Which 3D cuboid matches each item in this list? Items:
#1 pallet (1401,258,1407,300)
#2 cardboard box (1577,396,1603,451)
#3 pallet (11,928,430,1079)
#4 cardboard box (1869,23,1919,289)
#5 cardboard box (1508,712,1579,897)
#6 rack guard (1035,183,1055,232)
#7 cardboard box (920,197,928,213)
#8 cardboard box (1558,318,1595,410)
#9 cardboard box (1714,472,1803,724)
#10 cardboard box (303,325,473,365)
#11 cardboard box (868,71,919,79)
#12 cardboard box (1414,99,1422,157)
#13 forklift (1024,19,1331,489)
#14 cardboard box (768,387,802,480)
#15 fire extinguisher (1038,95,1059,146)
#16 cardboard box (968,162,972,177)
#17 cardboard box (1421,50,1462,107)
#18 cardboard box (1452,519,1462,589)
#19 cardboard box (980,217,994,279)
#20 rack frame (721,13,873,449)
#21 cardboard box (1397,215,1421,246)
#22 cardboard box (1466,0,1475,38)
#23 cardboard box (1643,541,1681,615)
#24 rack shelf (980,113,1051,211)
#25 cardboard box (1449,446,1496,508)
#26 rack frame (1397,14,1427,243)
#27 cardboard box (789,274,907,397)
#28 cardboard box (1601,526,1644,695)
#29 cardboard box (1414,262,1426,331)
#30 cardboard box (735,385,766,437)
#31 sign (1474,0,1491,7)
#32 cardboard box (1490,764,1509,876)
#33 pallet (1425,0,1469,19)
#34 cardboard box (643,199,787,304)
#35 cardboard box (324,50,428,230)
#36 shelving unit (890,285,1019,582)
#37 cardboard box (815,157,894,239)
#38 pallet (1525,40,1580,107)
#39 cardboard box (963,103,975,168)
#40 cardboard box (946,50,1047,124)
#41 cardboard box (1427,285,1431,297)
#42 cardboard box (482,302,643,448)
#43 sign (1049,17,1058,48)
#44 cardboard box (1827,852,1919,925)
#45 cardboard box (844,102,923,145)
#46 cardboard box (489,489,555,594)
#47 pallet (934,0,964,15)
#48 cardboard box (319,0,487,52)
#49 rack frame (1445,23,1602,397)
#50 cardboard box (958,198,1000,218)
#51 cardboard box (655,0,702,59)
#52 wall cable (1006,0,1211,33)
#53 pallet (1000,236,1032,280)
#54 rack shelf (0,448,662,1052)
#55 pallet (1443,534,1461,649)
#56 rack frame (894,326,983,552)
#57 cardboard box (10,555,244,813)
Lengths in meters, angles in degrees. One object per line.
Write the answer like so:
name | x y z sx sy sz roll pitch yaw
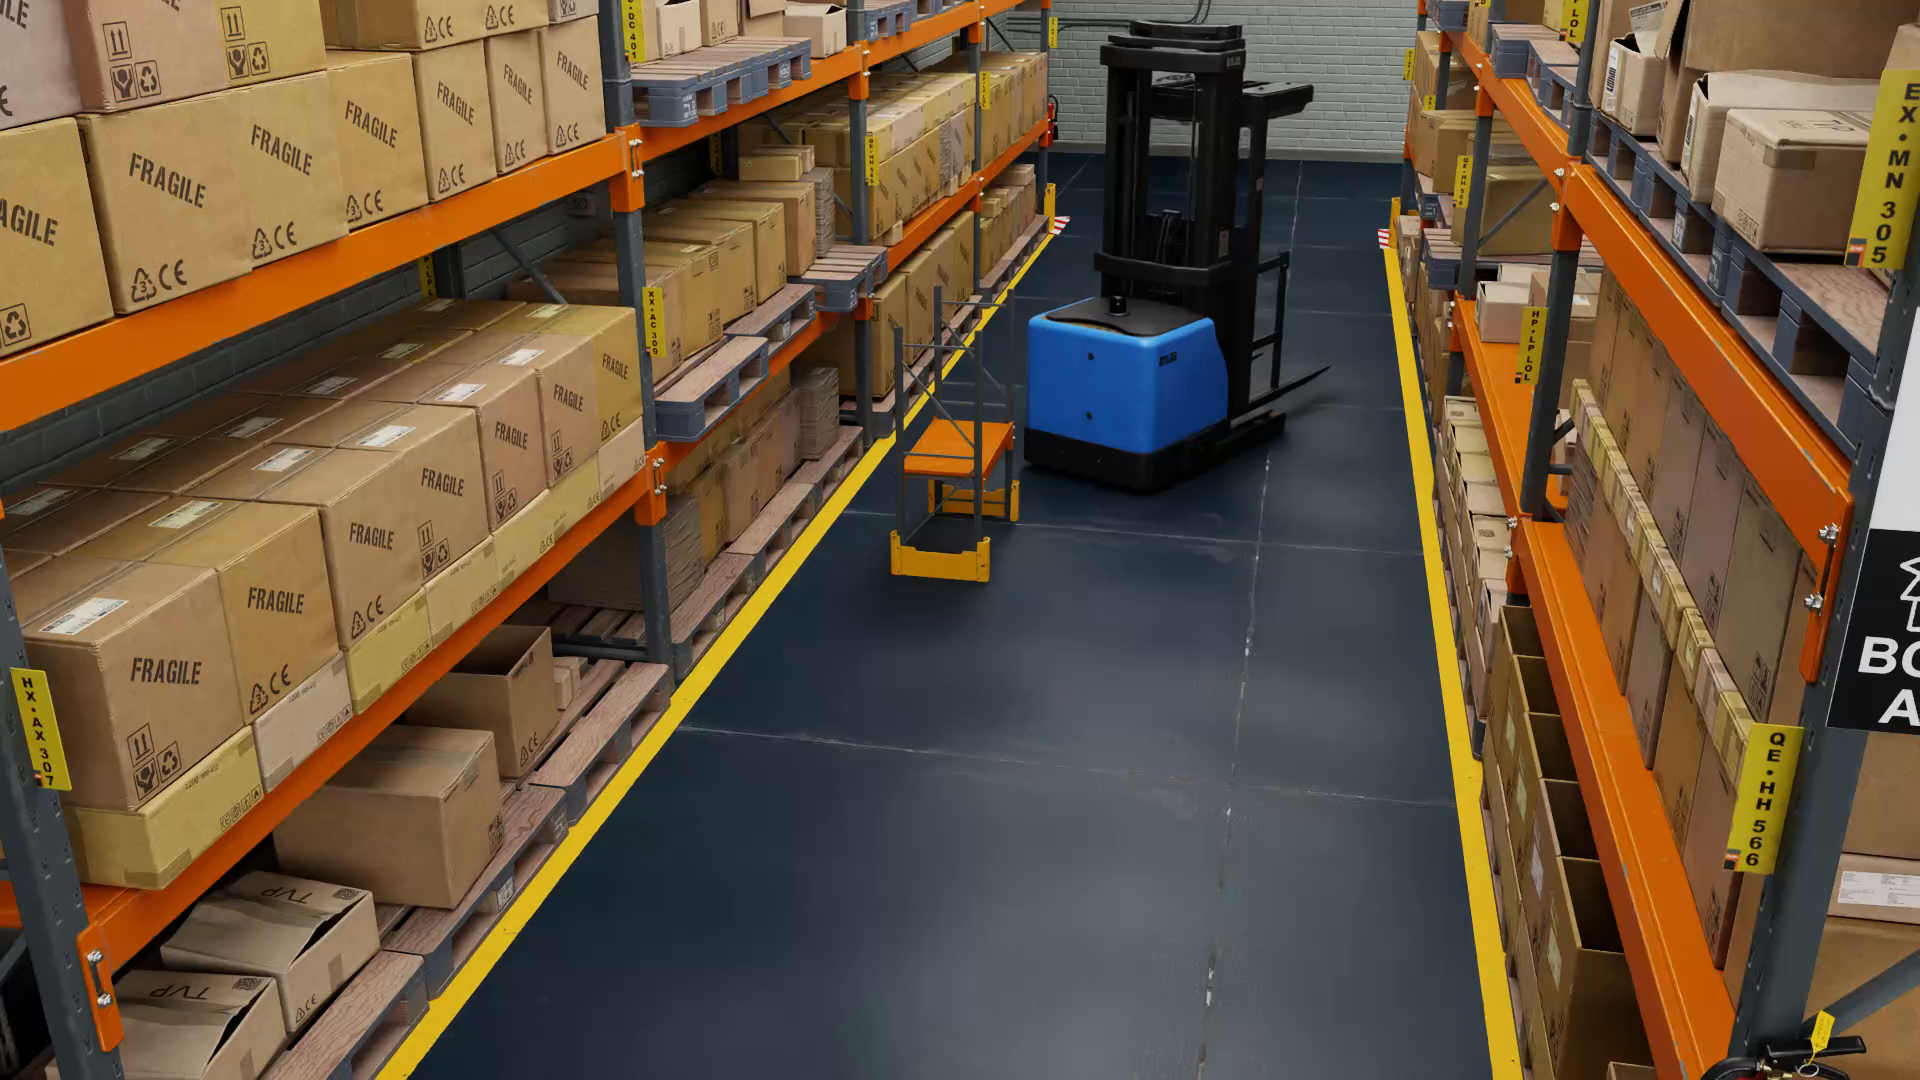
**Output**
pallet | 4.923 -2.596 16.518 1.003 0.211 1.213 4 22 11
cardboard box | 2.607 -0.437 6.422 0.380 0.149 0.250 5 22 12
pallet | -2.548 1.792 5.620 1.003 0.211 1.213 4 22 11
cardboard box | 2.208 -0.711 3.202 0.797 0.503 0.637 6 23 15
cardboard box | 2.298 0.979 6.023 0.500 0.500 0.500 4 22 11
rack guard | 0.506 -3.880 19.318 1.175 0.500 0.348 4 22 11
cardboard box | -0.475 -2.757 13.495 0.380 0.149 0.250 5 23 13
cardboard box | 3.183 -0.784 8.152 0.500 0.500 0.500 6 23 15
cardboard box | 2.307 0.167 4.052 0.700 0.500 0.500 4 22 10
cardboard box | -2.357 -0.584 6.960 0.500 0.500 0.500 4 22 11
cardboard box | -0.664 -3.961 14.610 0.500 0.250 0.500 5 23 13
cardboard box | 4.694 -4.003 16.144 0.500 0.500 0.500 5 22 12
forklift | 1.750 -2.181 11.845 1.130 2.935 3.031 16 27 35
cardboard box | -1.446 -0.702 10.839 0.700 0.500 0.500 4 22 11
fire extinguisher | 0.984 -4.842 18.962 0.296 0.674 0.183 4 22 11
cardboard box | -0.107 -3.315 14.879 0.380 0.149 0.250 5 22 11
cardboard box | 4.590 -4.278 15.488 0.500 0.500 0.500 5 22 11
cardboard box | 3.018 0.083 9.250 0.500 0.250 0.500 5 22 12
cardboard box | -0.062 -2.868 16.245 0.700 0.500 0.500 5 22 12
rack frame | -1.131 -2.105 11.564 1.000 3.000 0.127 4 22 11
cardboard box | 4.861 -3.223 17.432 0.500 0.250 0.500 4 22 11
cardboard box | 3.985 -3.705 11.389 0.910 0.500 0.500 4 22 11
cardboard box | 2.292 0.128 5.017 0.380 0.149 0.250 4 22 10
rack shelf | 0.093 -3.965 17.147 1.077 0.370 4.000 4 22 11
cardboard box | 3.119 -0.360 9.599 0.500 0.311 0.500 4 22 9
rack frame | 5.351 -4.654 17.895 1.000 3.000 0.127 4 22 11
cardboard box | -0.853 -1.561 12.530 0.750 0.750 0.750 4 22 10
cardboard box | 2.611 0.227 5.640 0.700 0.500 0.500 5 22 12
cardboard box | 4.198 -2.077 14.254 0.500 0.500 0.500 3 22 8
cardboard box | -1.505 -0.838 10.171 0.500 0.250 0.500 4 22 11
sign | 3.188 -3.402 10.077 0.100 0.325 0.005 4 22 11
cardboard box | 2.404 1.144 6.616 0.500 0.250 0.500 4 22 11
pallet | 4.333 -4.262 13.158 1.213 0.211 1.003 4 22 11
cardboard box | -1.450 -1.725 9.899 0.700 0.500 0.500 4 22 11
cardboard box | -2.116 -1.311 5.417 0.500 0.500 0.500 6 23 14
shelving unit | -0.016 -0.668 10.004 0.587 1.500 1.083 4 22 11
cardboard box | -0.782 -2.456 11.879 0.500 0.500 0.500 5 22 13
pallet | 3.443 -2.368 8.456 1.003 0.211 1.213 6 23 13
cardboard box | -0.163 -3.573 14.652 0.500 0.500 0.500 4 22 10
cardboard box | 0.407 -4.982 18.308 0.980 0.700 0.700 5 23 13
cardboard box | 3.994 -2.060 13.206 0.500 0.250 0.500 5 22 11
cardboard box | -1.741 -0.733 7.328 0.500 0.500 0.500 4 22 11
sign | 1.029 -5.631 18.453 0.100 0.325 0.005 4 22 11
cardboard box | 1.978 0.696 3.608 0.380 0.149 0.250 4 22 10
cardboard box | -0.579 -3.172 12.652 0.500 0.250 0.500 5 22 11
cardboard box | -1.945 -0.018 6.558 0.500 0.250 0.500 4 22 11
pallet | -0.454 -4.531 13.830 0.805 0.209 1.217 4 22 9
cardboard box | -1.982 -1.956 5.680 0.500 0.500 0.500 4 22 9
rack frame | 3.719 -1.728 10.630 1.000 3.000 0.127 4 22 11
cardboard box | 0.186 -3.281 16.400 0.380 0.149 0.250 5 23 13
cardboard box | -1.632 -2.606 8.350 0.500 0.311 0.500 5 23 13
wall cable | 2.005 -8.414 23.357 3.097 2.526 0.112 4 22 11
pallet | 0.163 -2.994 17.504 1.003 0.211 1.213 4 22 11
rack shelf | -2.356 0.423 6.250 1.077 0.370 4.000 4 22 11
pallet | 3.262 0.308 9.306 1.003 0.211 1.213 4 22 11
rack frame | -0.121 -0.479 9.534 0.500 1.500 0.032 4 22 11
cardboard box | -2.372 0.382 4.560 0.500 0.500 0.500 4 22 11
